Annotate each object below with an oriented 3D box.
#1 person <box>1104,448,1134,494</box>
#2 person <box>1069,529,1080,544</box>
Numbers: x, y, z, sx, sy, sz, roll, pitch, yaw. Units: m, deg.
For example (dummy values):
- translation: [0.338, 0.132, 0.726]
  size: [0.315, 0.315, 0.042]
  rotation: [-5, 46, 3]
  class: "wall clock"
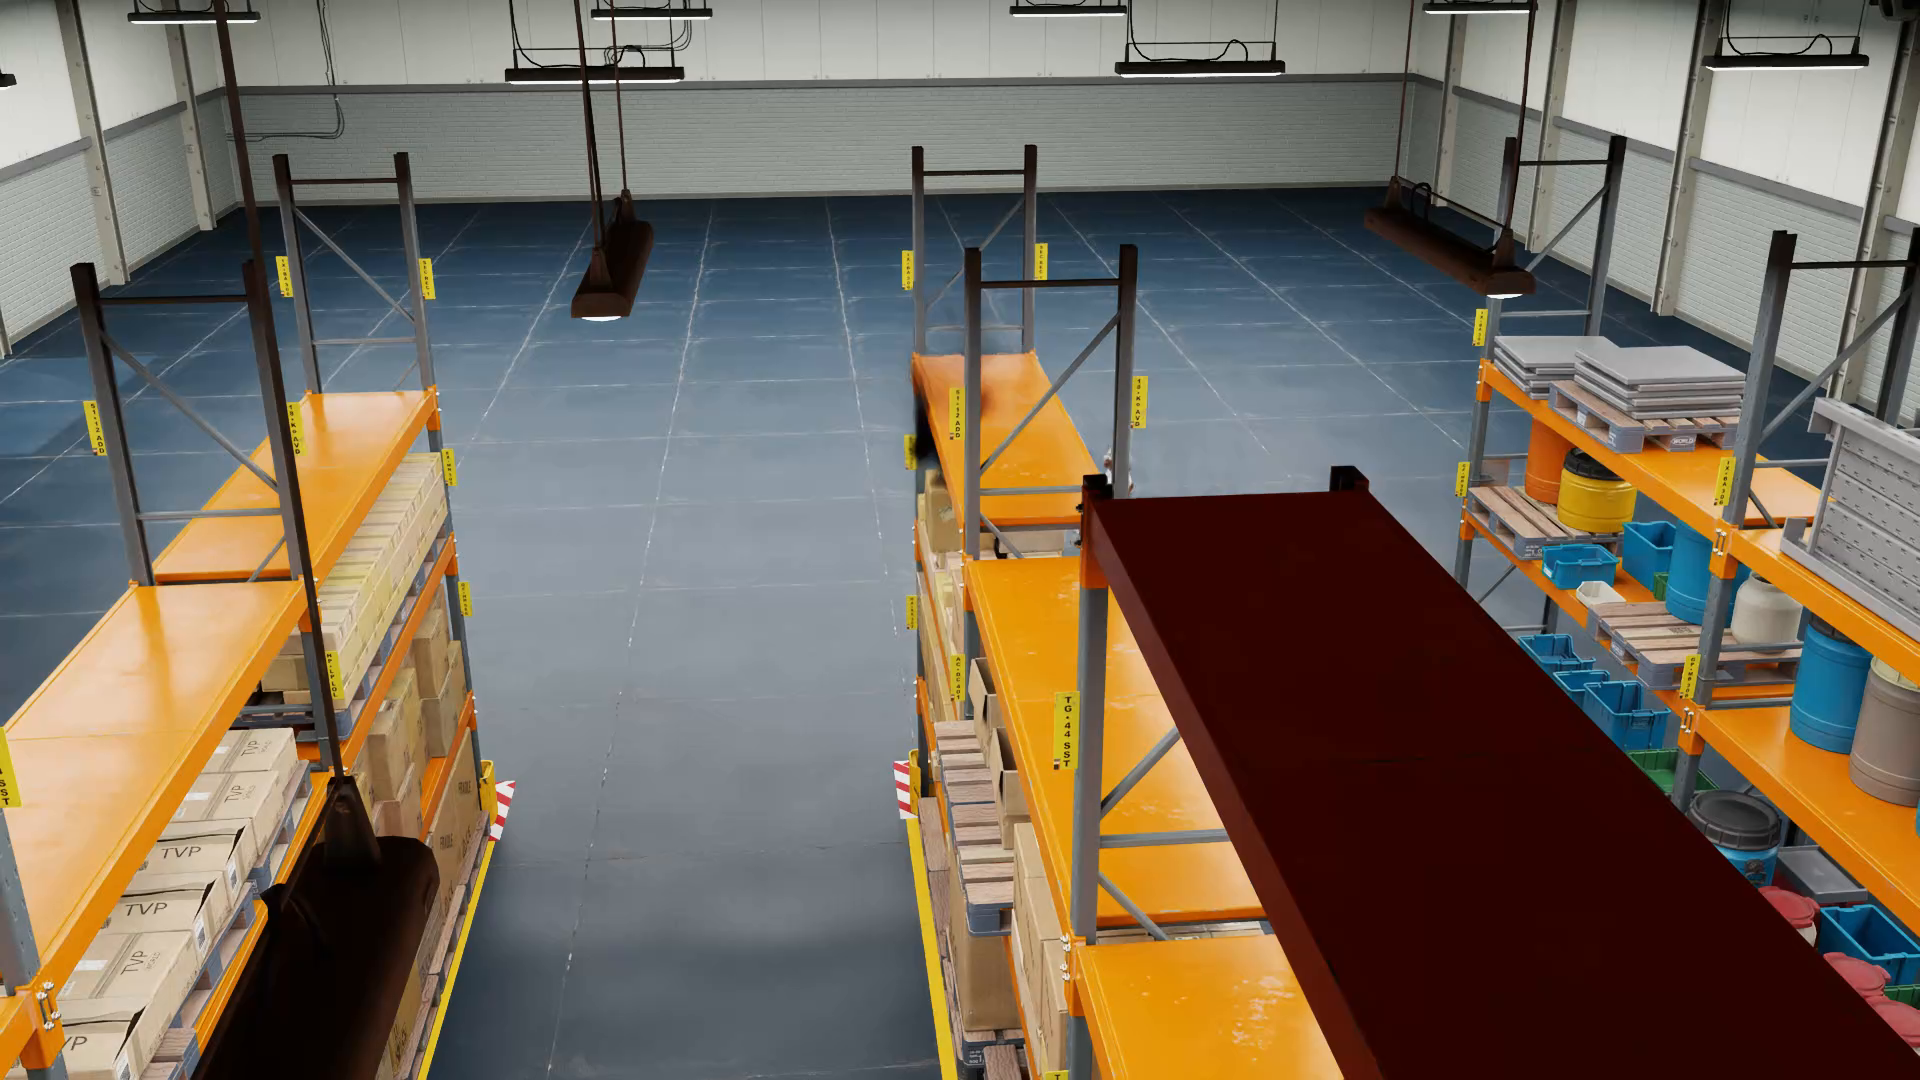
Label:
- translation: [1.789, -0.337, 20.234]
  size: [0.576, 1.654, 0.560]
  rotation: [6, 22, 14]
  class: "person"
- translation: [1.245, -0.718, 21.101]
  size: [0.762, 1.767, 0.692]
  rotation: [9, 23, 22]
  class: "person"
